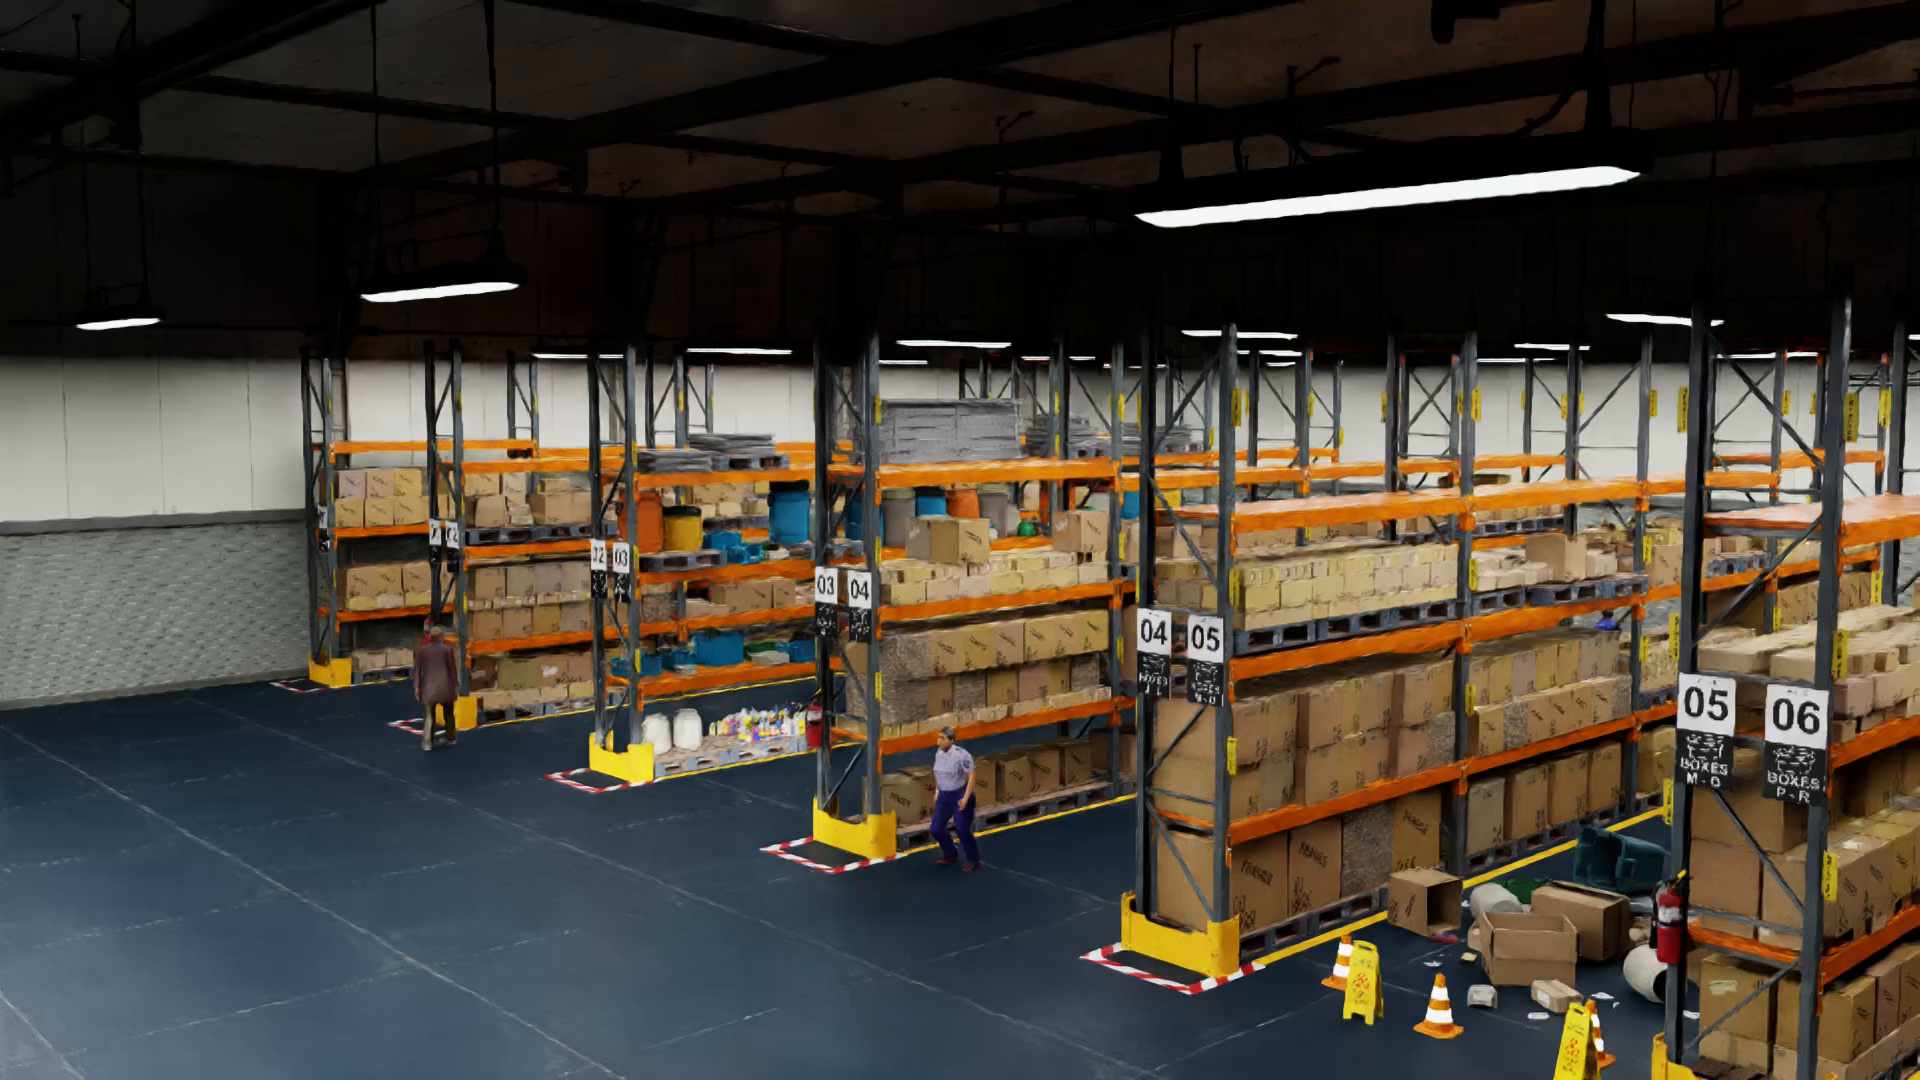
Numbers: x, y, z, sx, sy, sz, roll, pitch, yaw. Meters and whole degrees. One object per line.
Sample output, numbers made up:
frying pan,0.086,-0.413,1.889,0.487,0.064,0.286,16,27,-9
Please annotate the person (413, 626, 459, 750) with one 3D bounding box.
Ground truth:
person,-7.616,2.135,24.193,0.634,1.782,0.551,-1,5,-12

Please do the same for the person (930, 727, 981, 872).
person,-0.053,2.791,18.045,0.621,1.595,0.513,5,7,43

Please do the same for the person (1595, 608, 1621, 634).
person,10.726,1.925,27.617,0.588,1.598,0.555,-2,5,-17
